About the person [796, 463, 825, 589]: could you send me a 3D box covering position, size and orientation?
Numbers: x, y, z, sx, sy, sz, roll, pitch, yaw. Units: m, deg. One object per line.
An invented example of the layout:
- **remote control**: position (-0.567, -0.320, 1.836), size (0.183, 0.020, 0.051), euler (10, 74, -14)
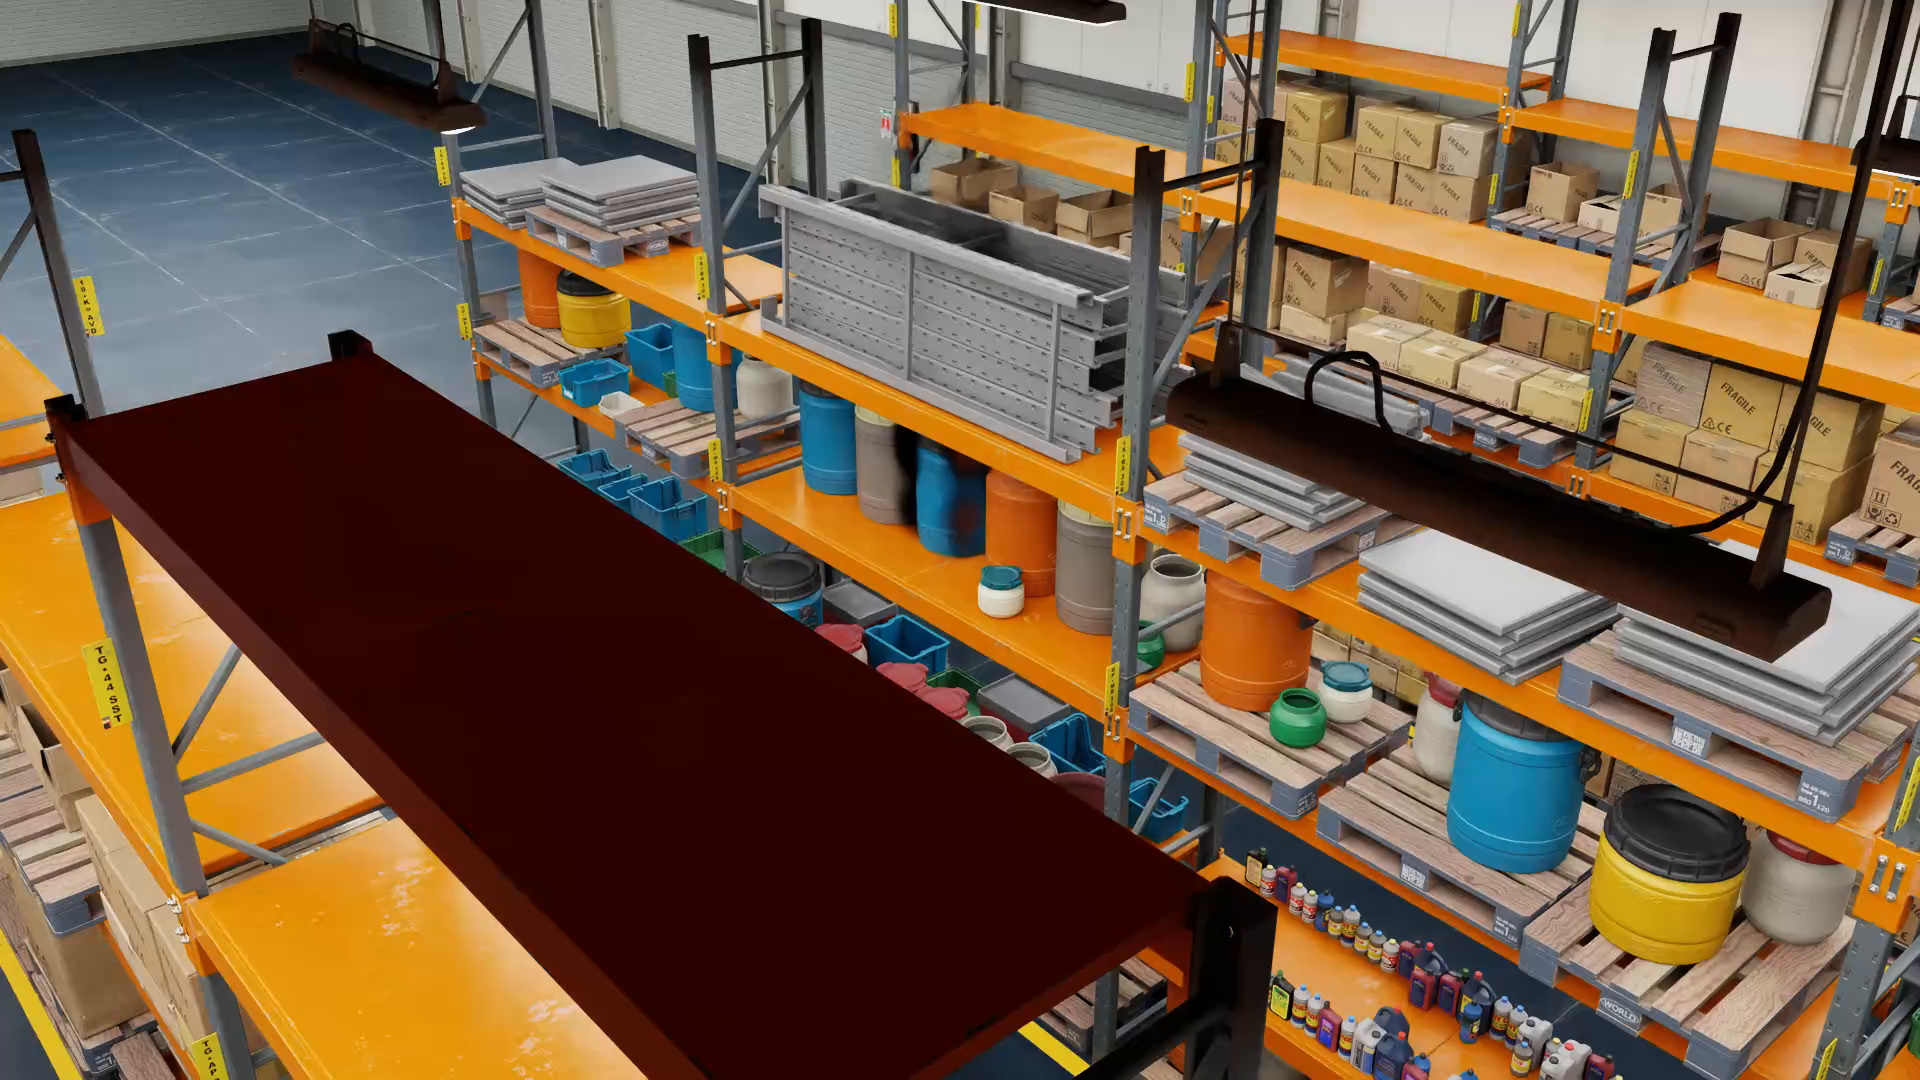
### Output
- **person**: position (-1.415, -0.057, 15.818), size (0.646, 1.669, 0.543), euler (21, 34, 36)
